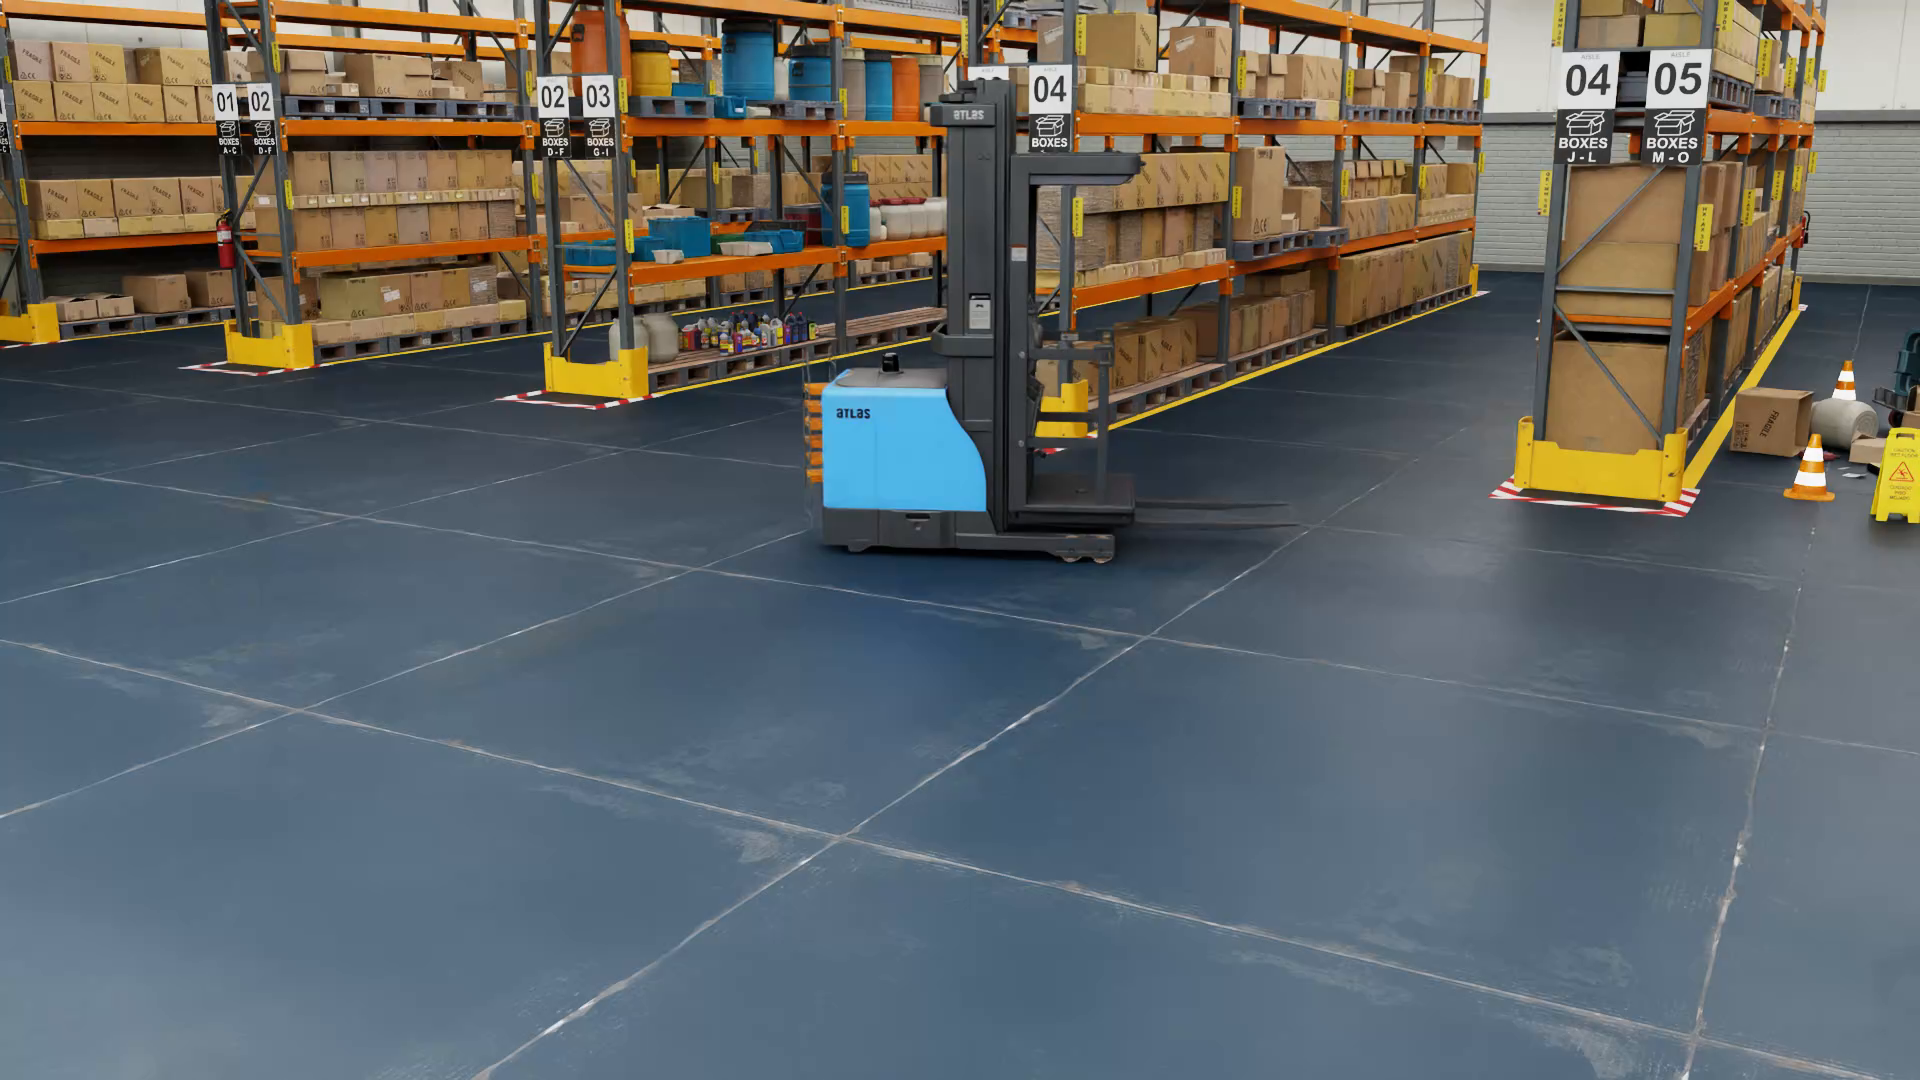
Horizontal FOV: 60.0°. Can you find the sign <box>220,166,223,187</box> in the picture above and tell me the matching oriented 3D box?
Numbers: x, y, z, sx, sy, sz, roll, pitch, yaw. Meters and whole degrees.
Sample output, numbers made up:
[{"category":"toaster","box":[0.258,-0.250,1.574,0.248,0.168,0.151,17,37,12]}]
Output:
[{"category":"sign","box":[-8.604,-4.286,19.437,0.100,0.325,0.005,7,15,28]}]

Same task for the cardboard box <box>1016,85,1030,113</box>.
[{"category":"cardboard box","box":[0.546,-3.934,14.870,0.500,0.250,0.500,8,16,29]}]

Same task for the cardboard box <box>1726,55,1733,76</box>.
[{"category":"cardboard box","box":[5.762,-3.668,12.875,0.380,0.149,0.250,7,15,28]}]

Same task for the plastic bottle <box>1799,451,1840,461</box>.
[{"category":"plastic bottle","box":[7.137,-0.700,13.805,0.283,0.061,0.133,2,14,9]}]

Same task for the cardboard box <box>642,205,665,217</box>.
[{"category":"cardboard box","box":[-4.870,-4.980,25.482,0.500,0.311,0.500,7,15,27]}]

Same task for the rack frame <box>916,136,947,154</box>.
[{"category":"rack frame","box":[-0.401,-6.827,32.950,1.000,3.000,0.127,7,15,28]}]

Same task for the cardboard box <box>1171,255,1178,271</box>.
[{"category":"cardboard box","box":[1.974,-2.791,16.747,0.380,0.149,0.250,7,15,28]}]

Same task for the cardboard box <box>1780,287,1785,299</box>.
[{"category":"cardboard box","box":[11.678,-3.571,23.996,0.380,0.149,0.250,7,15,28]}]

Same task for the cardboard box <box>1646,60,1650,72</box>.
[{"category":"cardboard box","box":[5.430,-3.846,13.615,0.380,0.149,0.250,8,16,29]}]

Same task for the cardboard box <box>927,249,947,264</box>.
[{"category":"cardboard box","box":[-0.448,-5.686,32.612,0.500,0.500,0.500,7,15,28]}]

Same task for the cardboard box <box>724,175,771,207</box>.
[{"category":"cardboard box","box":[-3.453,-5.746,27.358,0.700,0.500,0.500,11,17,38]}]

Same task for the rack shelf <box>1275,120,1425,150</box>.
[{"category":"rack shelf","box":[5.369,-5.581,22.917,1.077,0.370,4.000,7,15,28]}]

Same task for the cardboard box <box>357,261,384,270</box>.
[{"category":"cardboard box","box":[-9.711,-4.288,26.816,0.700,0.500,0.500,8,15,29]}]

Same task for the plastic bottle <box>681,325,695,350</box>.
[{"category":"plastic bottle","box":[-3.151,-2.347,19.241,0.152,0.276,0.135,8,15,28]}]

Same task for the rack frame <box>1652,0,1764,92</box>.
[{"category":"rack frame","box":[6.762,-5.575,14.959,1.000,3.000,0.127,7,15,28]}]

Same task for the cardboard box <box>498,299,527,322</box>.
[{"category":"cardboard box","box":[-6.234,-3.112,22.513,0.500,0.250,0.500,7,15,28]}]

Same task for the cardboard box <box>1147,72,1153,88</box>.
[{"category":"cardboard box","box":[1.609,-4.350,15.745,0.380,0.149,0.250,7,15,27]}]

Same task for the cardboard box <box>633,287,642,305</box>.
[{"category":"cardboard box","box":[-5.047,-3.602,24.546,0.500,0.250,0.500,8,16,29]}]

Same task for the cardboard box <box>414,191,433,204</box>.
[{"category":"cardboard box","box":[-6.886,-4.333,21.010,0.380,0.149,0.250,8,16,30]}]

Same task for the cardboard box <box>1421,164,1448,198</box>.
[{"category":"cardboard box","box":[7.284,-5.596,25.929,0.500,0.500,0.500,7,15,26]}]

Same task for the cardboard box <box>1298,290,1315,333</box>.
[{"category":"cardboard box","box":[4.096,-2.921,21.145,0.700,0.500,0.500,6,15,25]}]

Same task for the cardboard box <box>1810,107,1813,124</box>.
[{"category":"cardboard box","box":[12.083,-6.177,24.175,0.500,0.250,0.500,8,16,30]}]

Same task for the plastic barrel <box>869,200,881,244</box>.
[{"category":"plastic barrel","box":[-1.213,-4.040,21.102,0.433,0.535,0.433,0,14,0]}]

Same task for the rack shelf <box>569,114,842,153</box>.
[{"category":"rack shelf","box":[-2.834,-4.501,18.437,1.077,0.370,4.000,7,15,28]}]

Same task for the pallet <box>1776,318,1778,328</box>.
[{"category":"pallet","box":[10.923,-3.086,23.385,1.003,0.211,1.213,7,15,28]}]

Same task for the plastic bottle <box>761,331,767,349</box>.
[{"category":"plastic bottle","box":[-2.290,-2.325,19.311,0.097,0.201,0.097,0,14,0]}]

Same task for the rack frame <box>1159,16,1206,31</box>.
[{"category":"rack frame","box":[3.934,-9.181,29.915,1.000,3.000,0.127,7,15,28]}]

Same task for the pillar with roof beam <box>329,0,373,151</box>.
[{"category":"pillar with roof beam","box":[-6.223,-8.006,25.040,9.100,9.000,0.400,7,15,28]}]

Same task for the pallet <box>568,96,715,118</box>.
[{"category":"pallet","box":[-3.315,-4.507,17.331,1.003,0.211,1.213,7,15,28]}]

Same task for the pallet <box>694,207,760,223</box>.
[{"category":"pallet","box":[-4.002,-5.239,26.774,1.213,0.211,1.003,7,15,28]}]

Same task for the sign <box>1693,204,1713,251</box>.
[{"category":"sign","box":[5.311,-2.233,11.881,0.100,0.325,0.005,7,15,28]}]

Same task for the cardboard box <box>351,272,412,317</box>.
[{"category":"cardboard box","box":[-7.211,-3.068,20.728,0.500,0.500,0.500,7,15,28]}]

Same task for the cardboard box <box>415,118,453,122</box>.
[{"category":"cardboard box","box":[-8.718,-6.992,27.383,0.500,0.311,0.500,7,15,28]}]

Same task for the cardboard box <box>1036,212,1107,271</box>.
[{"category":"cardboard box","box":[0.825,-2.724,15.083,0.875,0.500,0.500,7,15,28]}]

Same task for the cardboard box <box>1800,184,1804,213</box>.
[{"category":"cardboard box","box":[12.317,-5.087,24.888,0.500,0.500,0.500,7,15,27]}]

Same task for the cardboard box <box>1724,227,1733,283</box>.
[{"category":"cardboard box","box":[6.594,-2.655,15.325,0.875,0.550,0.550,7,15,28]}]

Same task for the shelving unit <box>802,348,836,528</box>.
[{"category":"shelving unit","box":[-0.955,-0.699,11.374,0.189,1.200,0.258,-3,14,-14]}]

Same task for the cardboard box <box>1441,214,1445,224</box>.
[{"category":"cardboard box","box":[7.396,-5.050,26.115,0.380,0.149,0.250,8,15,29]}]

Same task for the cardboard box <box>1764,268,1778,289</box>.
[{"category":"cardboard box","box":[10.230,-3.368,21.442,0.500,0.250,0.500,8,16,31]}]

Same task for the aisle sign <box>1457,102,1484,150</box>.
[{"category":"aisle sign","box":[8.567,-6.948,27.906,0.394,0.787,0.004,7,15,28]}]

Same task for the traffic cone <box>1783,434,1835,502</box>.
[{"category":"traffic cone","box":[6.328,-0.553,12.340,0.336,0.463,0.334,7,15,28]}]

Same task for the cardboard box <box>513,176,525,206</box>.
[{"category":"cardboard box","box":[-7.886,-6.126,29.152,0.500,0.500,0.500,8,16,30]}]

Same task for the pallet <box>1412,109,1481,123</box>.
[{"category":"pallet","box":[7.920,-6.965,27.313,1.003,0.211,1.213,7,15,28]}]

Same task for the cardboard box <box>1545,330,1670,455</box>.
[{"category":"cardboard box","box":[5.098,-1.156,13.066,0.875,0.875,0.875,7,15,28]}]

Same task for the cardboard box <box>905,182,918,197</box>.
[{"category":"cardboard box","box":[-1.116,-6.440,31.135,0.500,0.500,0.500,7,15,27]}]

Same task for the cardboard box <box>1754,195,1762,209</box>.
[{"category":"cardboard box","box":[9.090,-3.924,19.282,0.380,0.149,0.250,7,15,28]}]

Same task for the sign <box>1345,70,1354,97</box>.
[{"category":"sign","box":[4.876,-5.710,20.814,0.100,0.325,0.005,7,15,28]}]

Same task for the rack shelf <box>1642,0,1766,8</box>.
[{"category":"rack shelf","box":[5.795,-4.621,13.388,1.077,0.370,4.000,7,15,28]}]

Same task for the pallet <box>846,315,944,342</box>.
[{"category":"pallet","box":[-0.933,-2.864,22.462,1.003,0.211,1.213,7,15,28]}]

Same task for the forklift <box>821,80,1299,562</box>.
[{"category":"forklift","box":[0.660,-1.414,10.646,3.031,2.935,1.130,1,14,5]}]

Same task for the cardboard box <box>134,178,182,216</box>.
[{"category":"cardboard box","box":[-11.237,-4.782,23.148,0.500,0.500,0.500,8,16,30]}]

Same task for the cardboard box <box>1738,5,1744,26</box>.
[{"category":"cardboard box","box":[6.007,-4.160,13.215,0.380,0.149,0.250,8,16,29]}]

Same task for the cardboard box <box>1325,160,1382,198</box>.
[{"category":"cardboard box","box":[5.406,-5.018,23.095,0.797,0.503,0.637,8,16,30]}]

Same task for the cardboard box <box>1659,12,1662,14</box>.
[{"category":"cardboard box","box":[5.674,-4.338,13.951,0.380,0.149,0.250,7,15,28]}]

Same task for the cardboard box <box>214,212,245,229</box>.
[{"category":"cardboard box","box":[-10.751,-4.629,24.112,0.500,0.250,0.500,7,15,28]}]

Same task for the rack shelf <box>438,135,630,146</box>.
[{"category":"rack shelf","box":[-7.639,-7.265,29.901,1.077,0.370,4.000,7,15,28]}]

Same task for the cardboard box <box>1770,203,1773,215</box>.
[{"category":"cardboard box","box":[9.975,-4.152,20.860,0.380,0.149,0.250,7,15,28]}]

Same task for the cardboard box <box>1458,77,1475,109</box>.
[{"category":"cardboard box","box":[8.065,-7.350,27.399,0.700,0.500,0.500,6,15,25]}]
